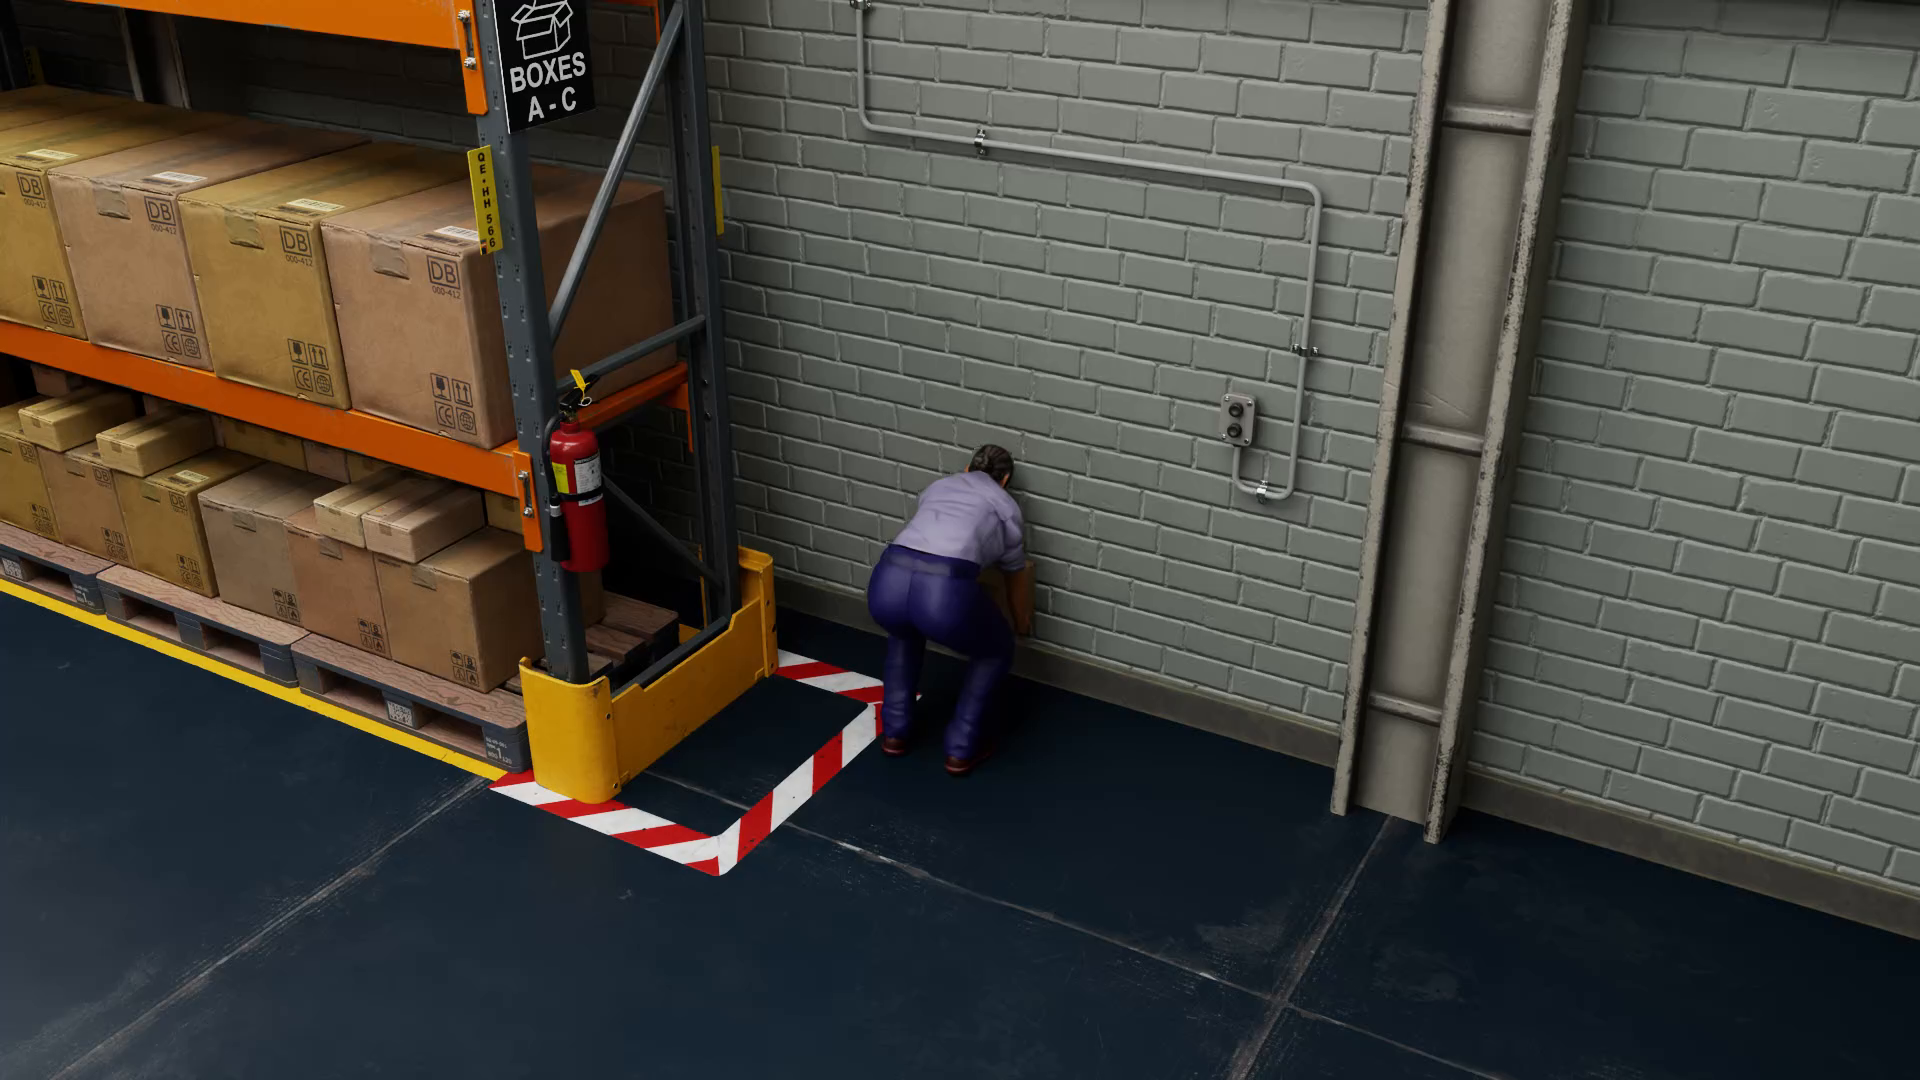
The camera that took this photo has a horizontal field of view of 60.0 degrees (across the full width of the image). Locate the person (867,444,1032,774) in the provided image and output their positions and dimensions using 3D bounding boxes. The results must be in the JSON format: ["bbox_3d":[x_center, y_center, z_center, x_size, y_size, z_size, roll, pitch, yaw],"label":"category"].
[{"bbox_3d":[-0.014,0.259,6.271,0.508,1.065,0.888,12,29,22],"label":"person"}]
